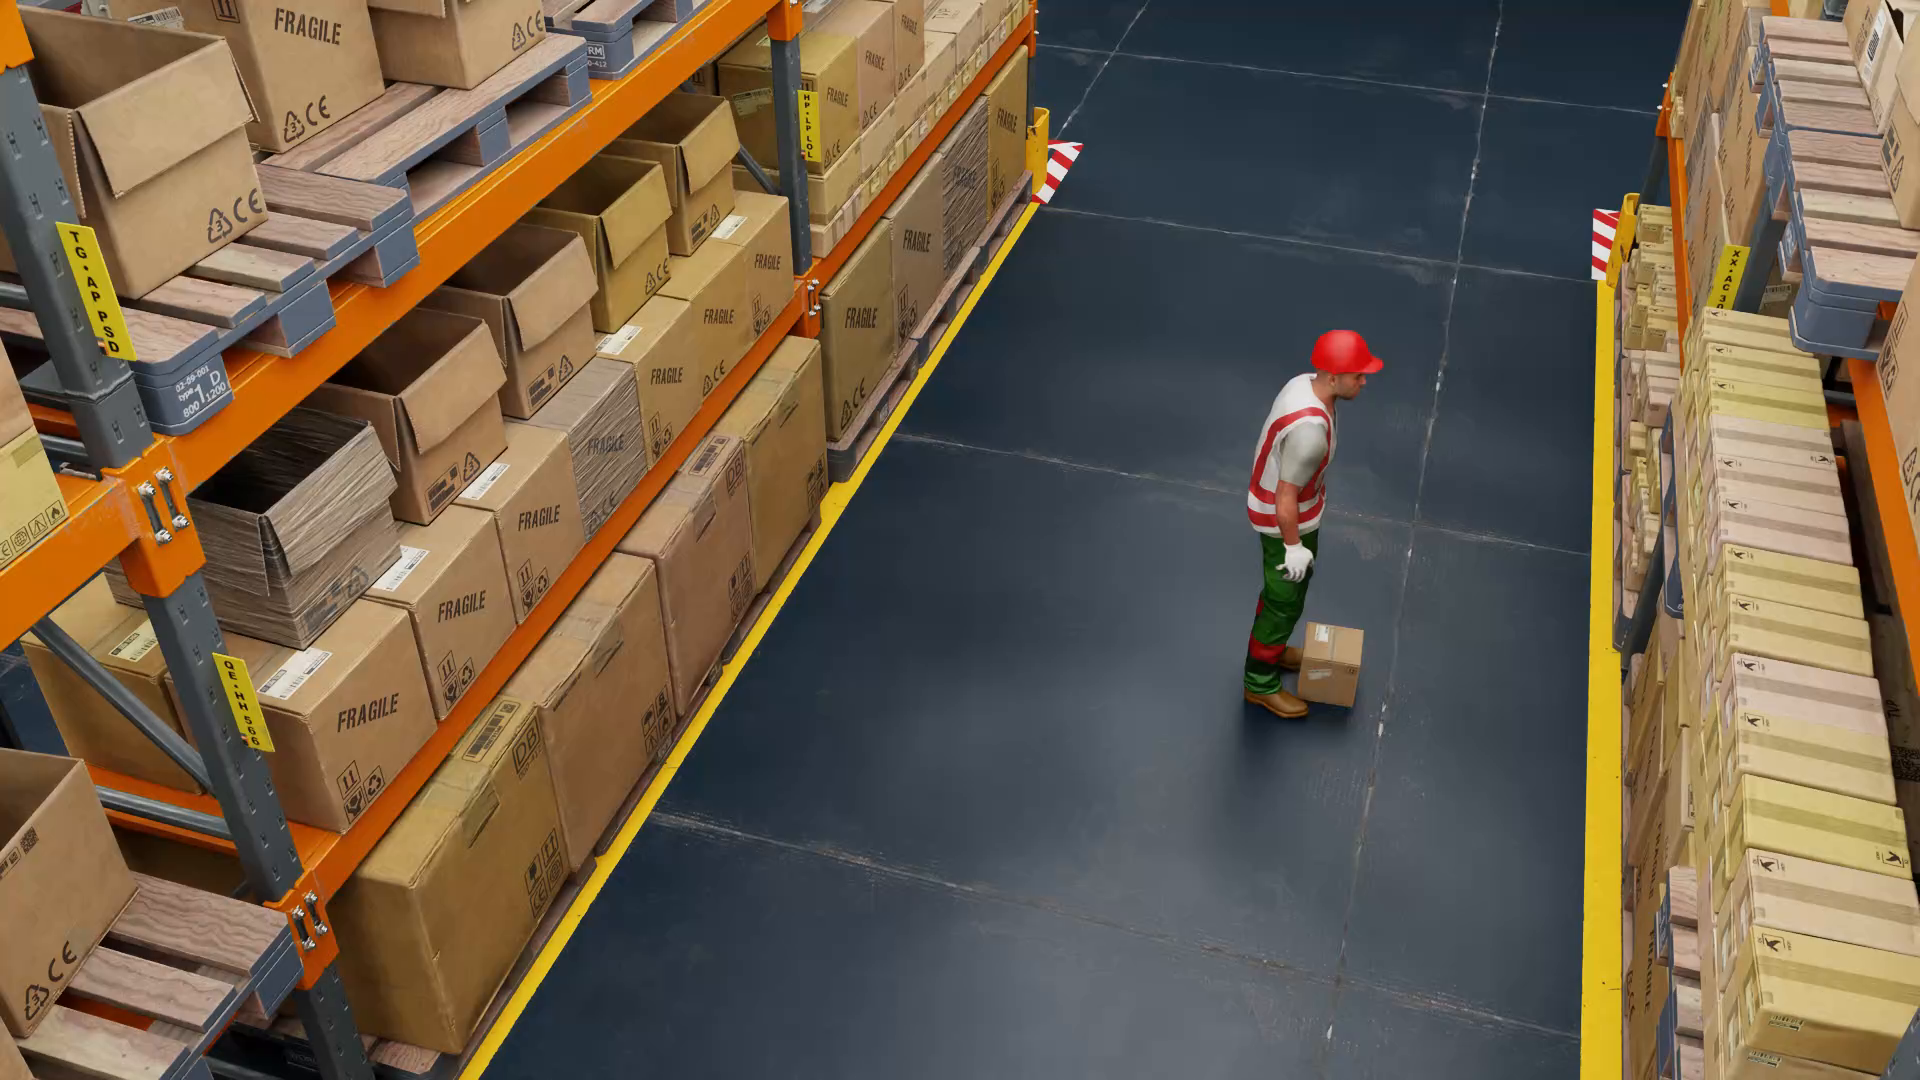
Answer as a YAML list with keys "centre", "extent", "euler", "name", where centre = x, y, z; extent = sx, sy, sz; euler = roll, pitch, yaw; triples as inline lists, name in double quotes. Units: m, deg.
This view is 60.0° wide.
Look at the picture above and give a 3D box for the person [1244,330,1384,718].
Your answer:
- centre: [1.434, -0.092, 7.003]
  extent: [0.456, 1.778, 0.616]
  euler: [10, 38, 13]
  name: "person"
